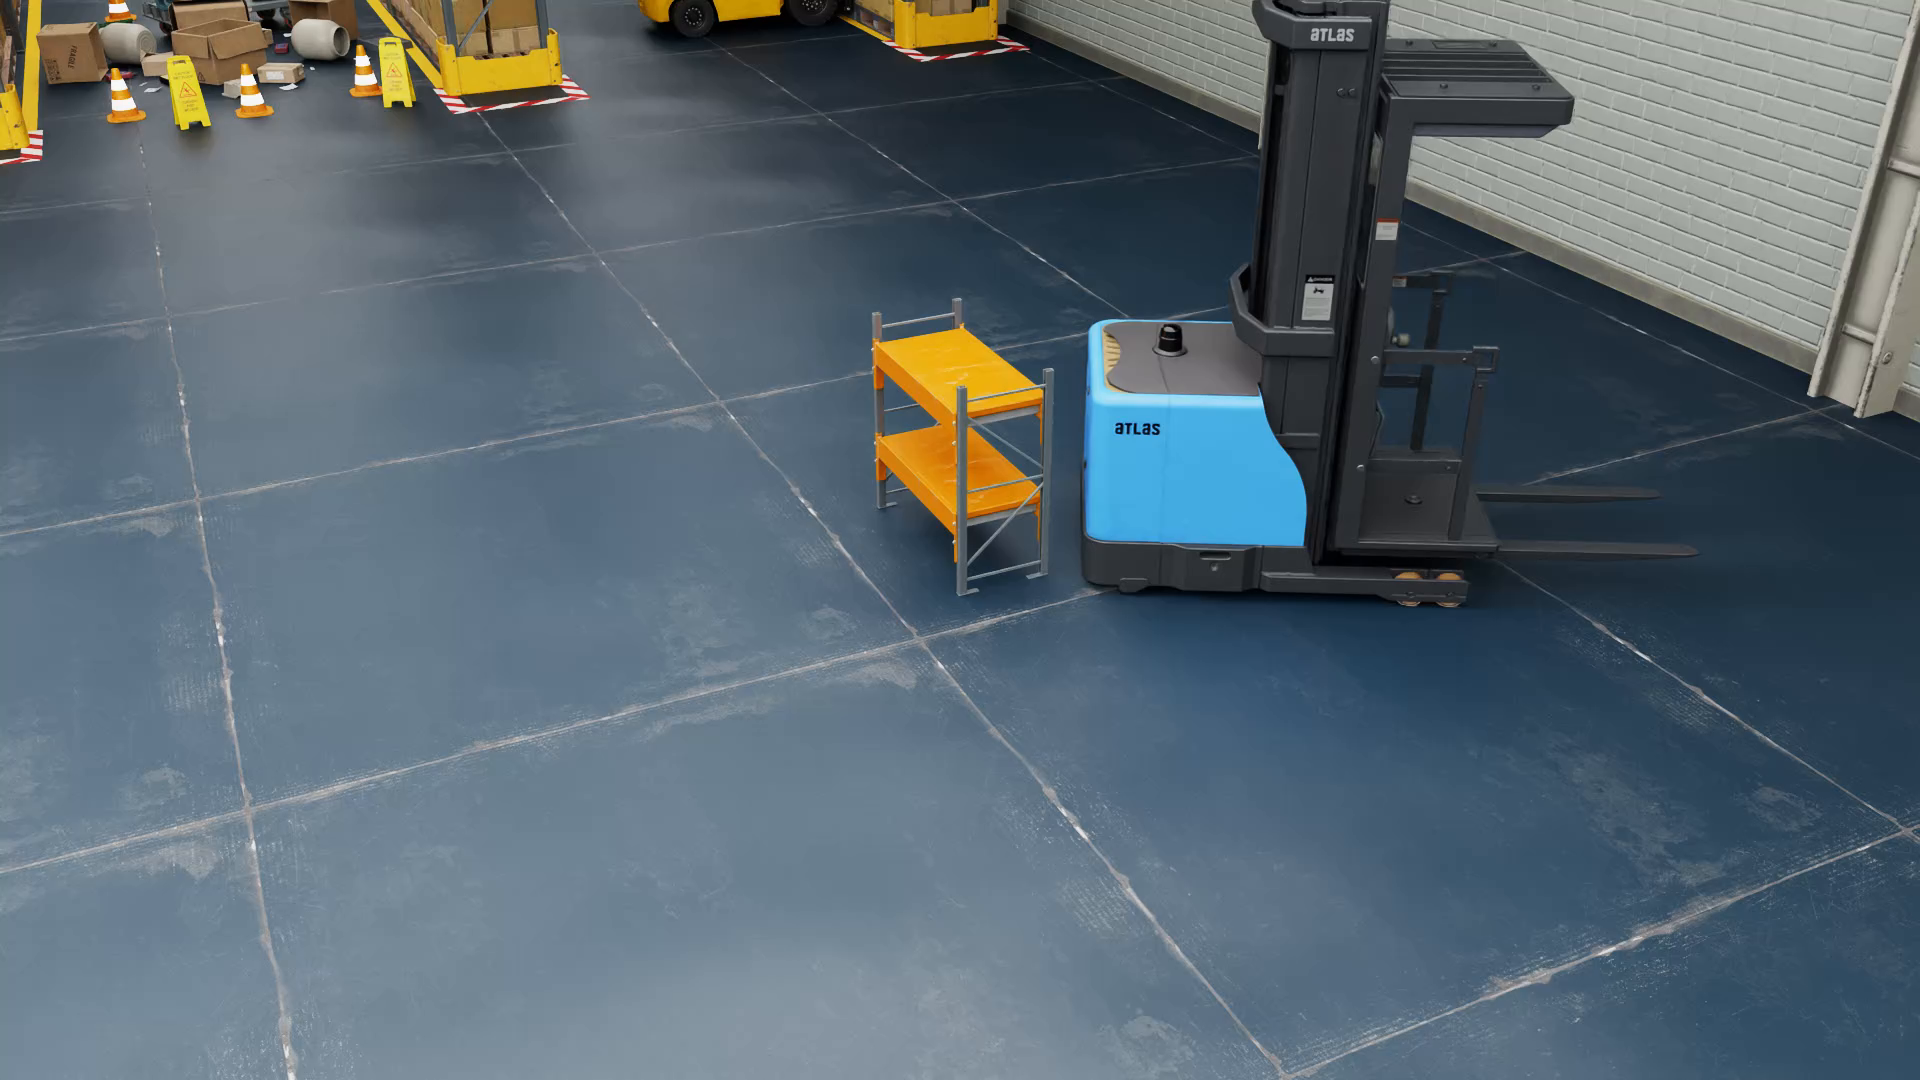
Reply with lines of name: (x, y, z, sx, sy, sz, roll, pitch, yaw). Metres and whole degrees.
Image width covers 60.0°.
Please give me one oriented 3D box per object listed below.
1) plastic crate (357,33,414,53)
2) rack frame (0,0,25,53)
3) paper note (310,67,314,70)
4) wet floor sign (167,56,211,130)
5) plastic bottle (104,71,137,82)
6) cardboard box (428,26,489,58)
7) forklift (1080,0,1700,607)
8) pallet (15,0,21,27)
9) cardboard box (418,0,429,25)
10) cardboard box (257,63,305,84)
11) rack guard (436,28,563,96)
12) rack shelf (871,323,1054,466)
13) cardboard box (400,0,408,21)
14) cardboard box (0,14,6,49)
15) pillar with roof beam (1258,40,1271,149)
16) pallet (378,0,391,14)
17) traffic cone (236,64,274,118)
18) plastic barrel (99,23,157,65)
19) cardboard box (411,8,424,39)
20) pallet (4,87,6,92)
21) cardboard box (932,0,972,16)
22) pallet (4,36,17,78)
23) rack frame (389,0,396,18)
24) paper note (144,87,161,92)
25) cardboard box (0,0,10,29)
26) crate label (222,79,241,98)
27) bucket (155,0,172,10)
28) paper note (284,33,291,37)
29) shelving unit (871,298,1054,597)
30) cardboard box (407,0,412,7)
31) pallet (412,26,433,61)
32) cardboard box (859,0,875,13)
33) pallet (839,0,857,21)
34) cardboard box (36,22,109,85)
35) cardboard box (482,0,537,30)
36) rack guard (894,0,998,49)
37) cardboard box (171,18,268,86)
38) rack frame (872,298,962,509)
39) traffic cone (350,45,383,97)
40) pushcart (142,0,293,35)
plastic crate: (-6.427, -5.552, 18.569, 0.583, 0.080, 0.402, 26, 38, 38)
rack frame: (-10.788, -6.607, 17.466, 1.000, 3.000, 0.127, -13, 32, -22)
paper note: (-6.891, -5.018, 17.689, 0.032, 0.001, 0.123, -13, 32, -22)
wet floor sign: (-7.270, -4.216, 15.609, 0.267, 0.644, 0.232, -19, 35, -30)
plastic bottle: (-8.730, -4.829, 17.299, 0.133, 0.061, 0.283, 26, 38, 38)
cardboard box: (-5.244, -5.219, 17.373, 0.500, 0.250, 0.500, -13, 32, -22)
forklift: (2.143, -1.216, 7.922, 3.031, 2.935, 1.130, 1, 29, 3)
pallet: (-11.715, -6.256, 19.690, 1.003, 0.211, 1.213, -13, 32, -22)
cardboard box: (-5.450, -5.764, 17.578, 0.500, 0.500, 0.500, -12, 31, -20)
cardboard box: (-7.030, -4.835, 17.221, 0.380, 0.149, 0.250, 2, 29, 4)
rack guard: (-4.676, -4.868, 16.919, 1.175, 0.500, 0.348, -13, 32, -22)
rack shelf: (-0.003, -0.749, 8.337, 0.538, 0.278, 1.000, -13, 32, -22)
cardboard box: (-6.112, -6.124, 18.987, 0.500, 0.250, 0.500, -11, 31, -19)
cardboard box: (-10.581, -5.571, 17.361, 0.875, 0.875, 0.875, -13, 32, -21)
pillar with roof beam: (-0.959, -6.527, 11.190, 9.100, 9.000, 0.400, -13, 32, -22)
pallet: (-6.696, -6.819, 20.694, 1.003, 0.211, 1.213, -13, 32, -22)
traffic cone: (-6.850, -4.354, 16.041, 0.336, 0.463, 0.334, -13, 32, -22)
plastic barrel: (-8.916, -5.304, 17.777, 0.512, 0.421, 0.421, 7, 30, 13)
cardboard box: (-5.679, -5.669, 18.175, 0.500, 0.250, 0.500, -14, 32, -24)
pallet: (-9.485, -3.961, 15.598, 1.003, 0.211, 1.213, -13, 32, -22)
cardboard box: (-0.196, -6.210, 19.140, 0.500, 0.250, 0.500, -13, 32, -22)
pallet: (-10.532, -5.039, 17.520, 1.003, 0.211, 1.213, -13, 32, -22)
rack frame: (-6.361, -7.691, 19.399, 1.000, 3.000, 0.127, -13, 32, -22)
paper note: (-8.193, -4.575, 16.880, 0.144, 0.017, 0.142, -3, 29, -5)
cardboard box: (-11.136, -6.064, 18.369, 1.050, 0.750, 0.750, -13, 32, -22)
crate label: (-7.243, -4.546, 16.717, 0.298, 0.136, 0.250, 19, 34, 30)
bucket: (-8.647, -6.266, 18.651, 0.726, 0.611, 0.620, -3, 19, -5)
paper note: (-7.674, -5.804, 19.069, 0.148, 0.019, 0.142, -13, 32, -22)
shelving unit: (-0.003, -0.494, 8.480, 0.538, 1.125, 1.048, -13, 32, -22)
cardboard box: (-5.890, -6.221, 18.393, 0.500, 0.500, 0.500, -11, 31, -19)
pallet: (-5.513, -5.646, 18.603, 1.003, 0.211, 1.213, -13, 32, -22)
cardboard box: (-0.854, -6.315, 19.327, 0.500, 0.250, 0.500, -13, 32, -22)
pallet: (-1.048, -6.619, 20.338, 1.003, 0.211, 1.213, -13, 32, -22)
cardboard box: (-9.195, -5.048, 17.238, 0.500, 0.500, 0.500, -8, 30, -13)
cardboard box: (-4.751, -5.660, 17.392, 0.500, 0.500, 0.500, -14, 32, -24)
rack guard: (-0.152, -5.867, 18.702, 1.175, 0.500, 0.348, -13, 32, -22)
cardboard box: (-7.684, -5.080, 17.294, 0.637, 0.503, 0.797, 13, 32, 21)
rack frame: (-0.221, -0.718, 8.881, 0.500, 1.125, 0.032, -13, 32, -22)
traffic cone: (-5.993, -4.737, 16.724, 0.336, 0.463, 0.334, -13, 32, -22)
pushcart: (-8.399, -6.047, 19.147, 0.936, 0.377, 1.648, 26, 38, 38)
